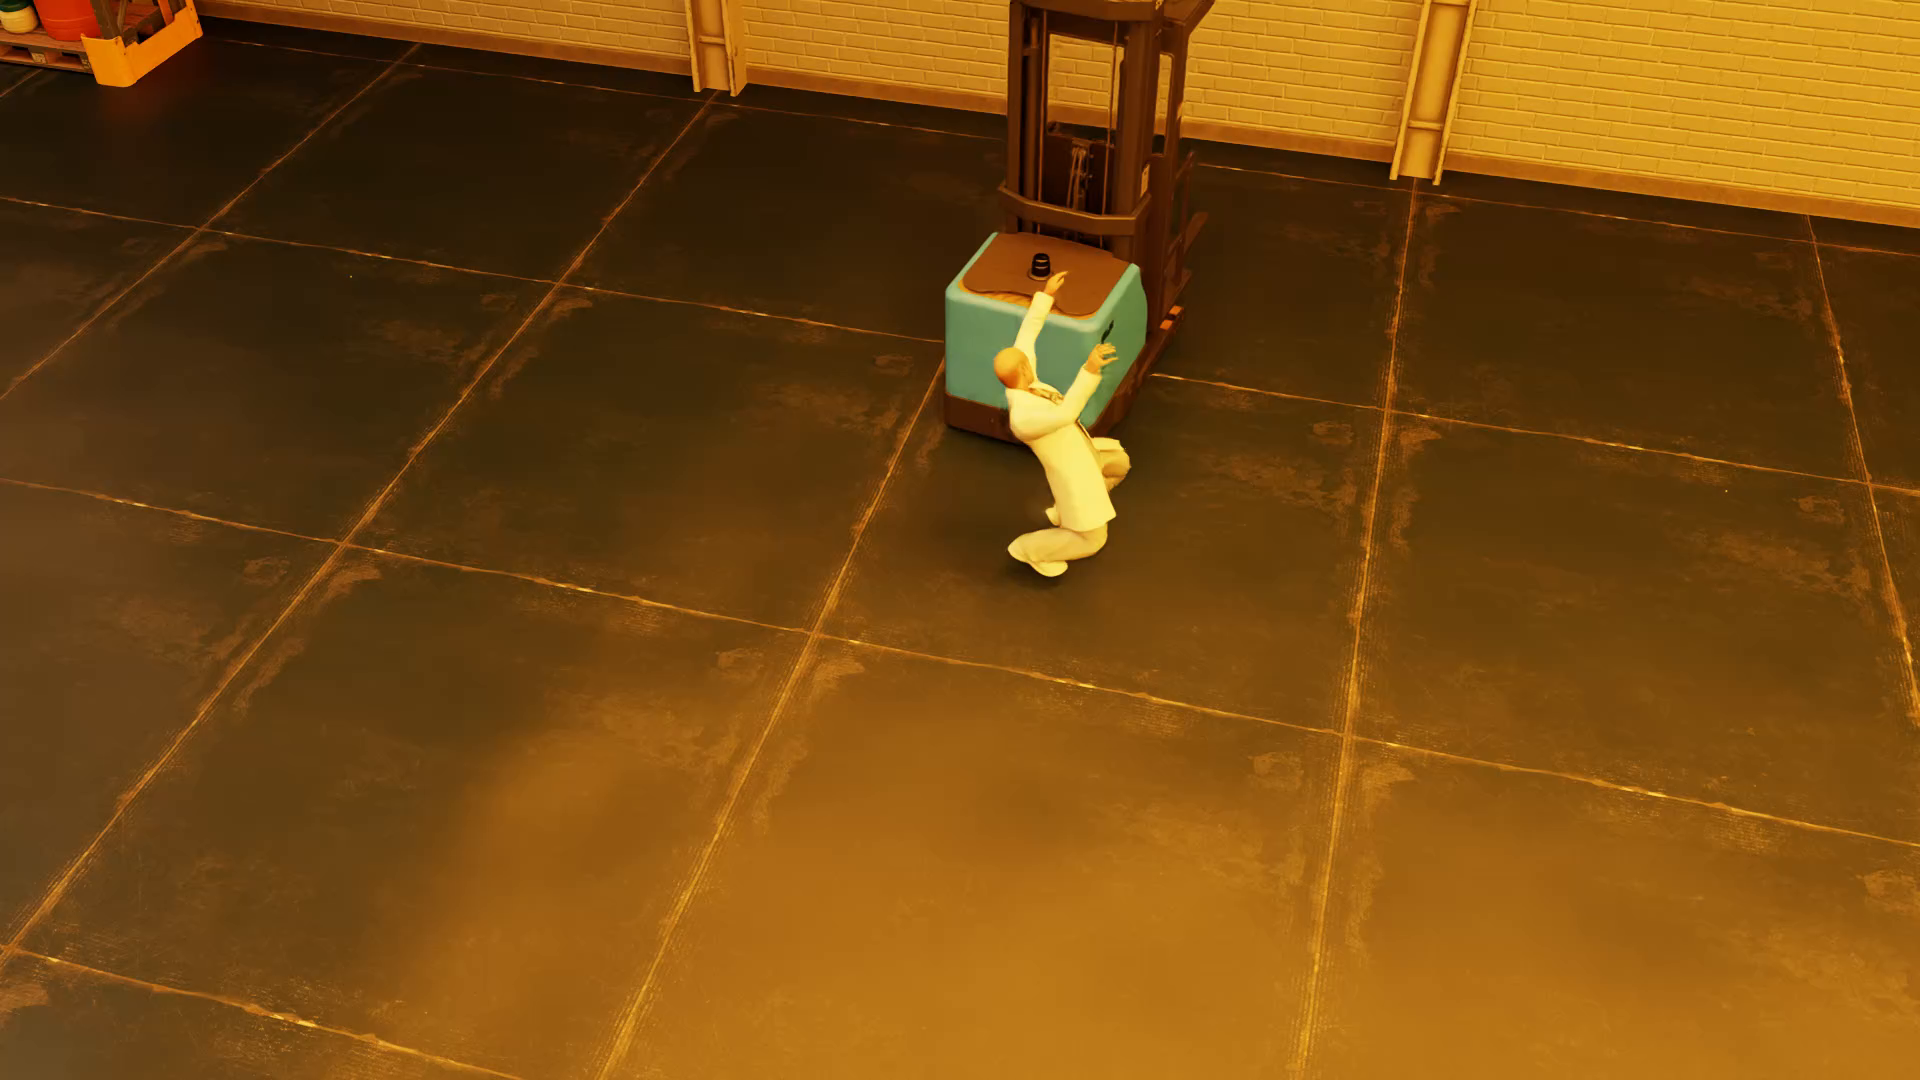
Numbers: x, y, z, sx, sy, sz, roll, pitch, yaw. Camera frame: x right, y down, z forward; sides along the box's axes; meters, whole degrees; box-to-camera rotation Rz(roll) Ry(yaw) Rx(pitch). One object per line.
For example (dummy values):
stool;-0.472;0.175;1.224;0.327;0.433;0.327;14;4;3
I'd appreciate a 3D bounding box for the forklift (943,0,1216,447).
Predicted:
forklift;0.953;-2.587;10.813;1.130;2.935;3.031;16;44;18

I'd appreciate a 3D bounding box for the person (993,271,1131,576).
person;0.596;-0.608;9.460;0.797;1.730;1.102;3;41;3
